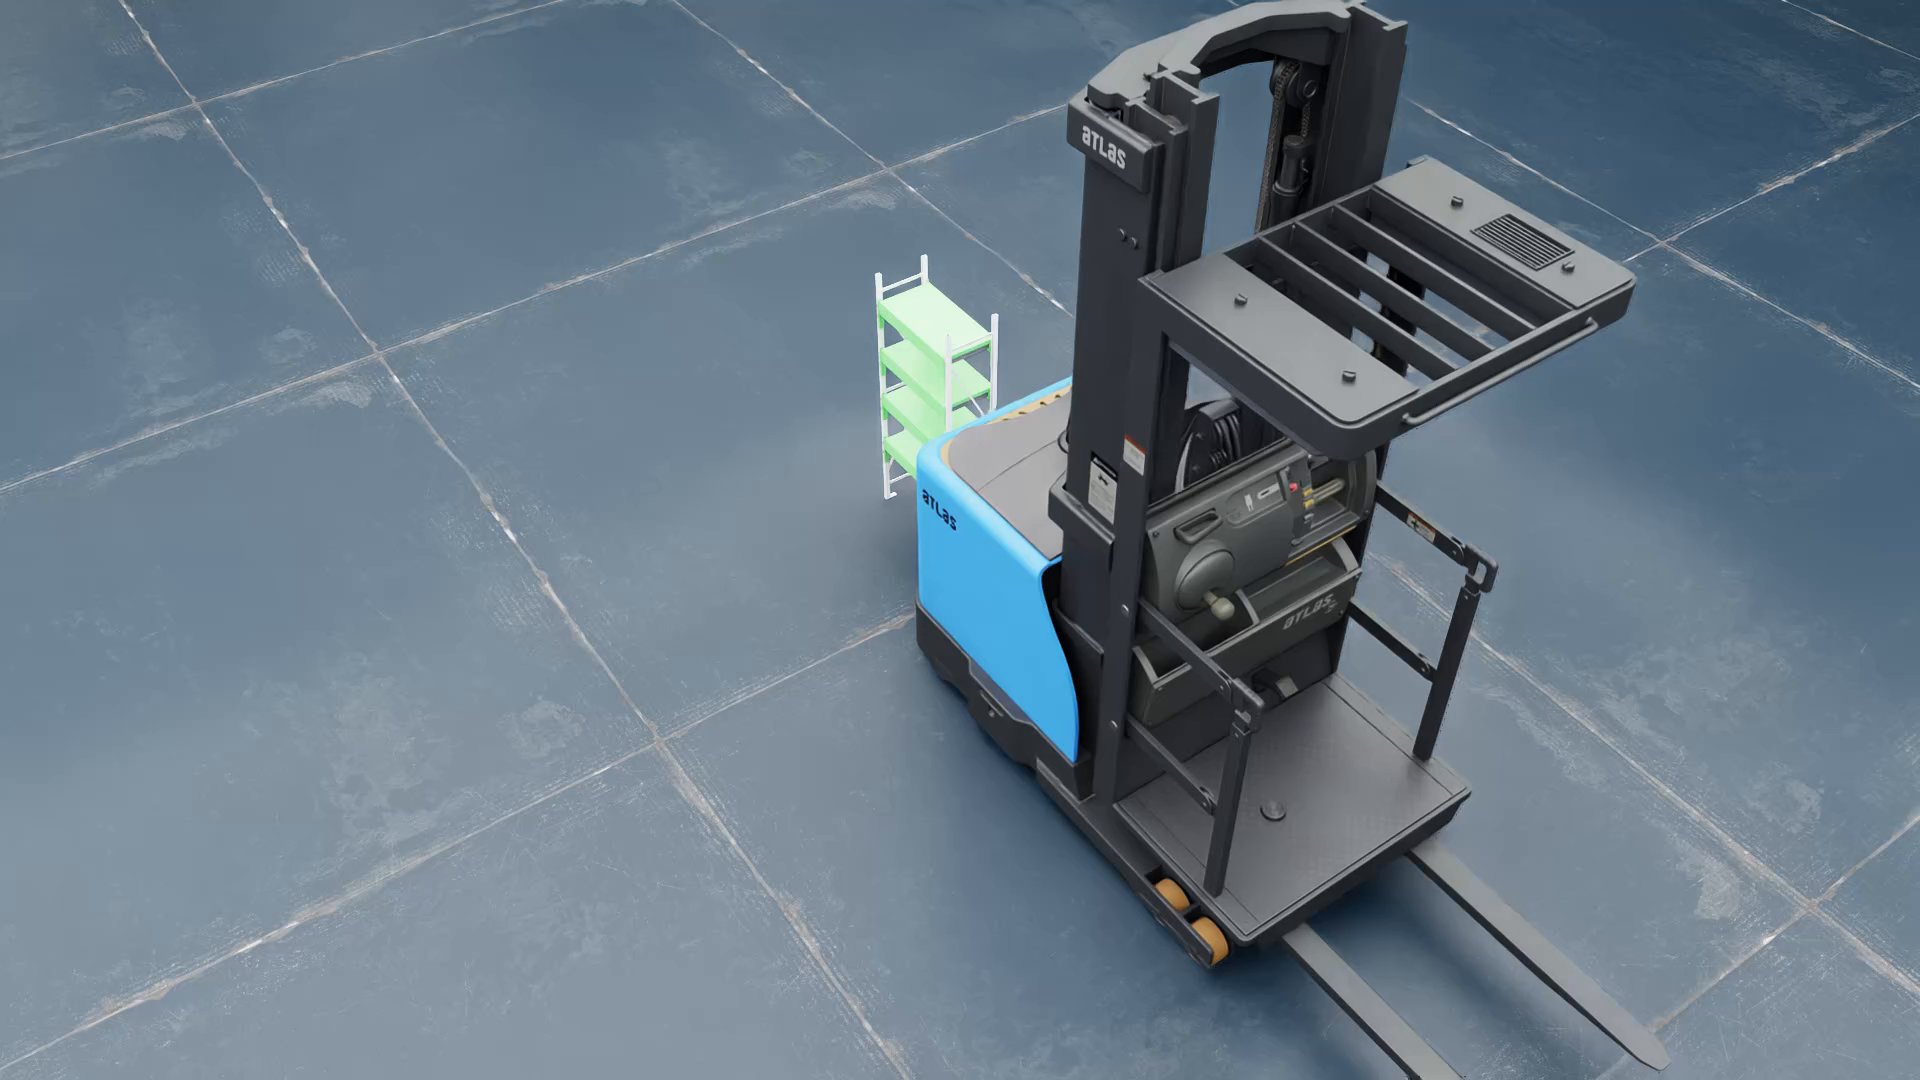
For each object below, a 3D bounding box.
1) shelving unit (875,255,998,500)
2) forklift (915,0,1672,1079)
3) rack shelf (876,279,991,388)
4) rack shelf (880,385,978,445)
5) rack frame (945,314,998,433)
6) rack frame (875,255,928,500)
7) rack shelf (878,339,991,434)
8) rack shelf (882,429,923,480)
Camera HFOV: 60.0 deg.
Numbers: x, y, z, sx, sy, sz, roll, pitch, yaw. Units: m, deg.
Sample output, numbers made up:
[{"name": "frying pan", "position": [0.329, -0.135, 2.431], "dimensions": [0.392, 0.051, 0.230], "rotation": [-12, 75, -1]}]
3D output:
[{"name": "shelving unit", "position": [-0.095, -0.528, 6.925], "dimensions": [0.258, 1.200, 0.503], "rotation": [-26, 49, -24]}, {"name": "forklift", "position": [1.085, 0.015, 5.103], "dimensions": [1.130, 2.935, 3.031], "rotation": [-26, 49, -25]}, {"name": "rack shelf", "position": [-0.095, -0.829, 6.638], "dimensions": [0.258, 0.148, 0.480], "rotation": [-26, 49, -24]}, {"name": "rack shelf", "position": [-0.095, -0.482, 6.969], "dimensions": [0.258, 0.148, 0.480], "rotation": [-26, 49, -24]}, {"name": "rack frame", "position": [0.045, -0.390, 6.780], "dimensions": [0.240, 1.200, 0.015], "rotation": [-26, 49, -24]}, {"name": "rack frame", "position": [-0.234, -0.666, 7.070], "dimensions": [0.240, 1.200, 0.015], "rotation": [-26, 49, -24]}, {"name": "rack shelf", "position": [-0.095, -0.655, 6.803], "dimensions": [0.258, 0.148, 0.480], "rotation": [-26, 49, -24]}, {"name": "rack shelf", "position": [-0.095, -0.308, 7.135], "dimensions": [0.258, 0.148, 0.480], "rotation": [-26, 49, -24]}]
